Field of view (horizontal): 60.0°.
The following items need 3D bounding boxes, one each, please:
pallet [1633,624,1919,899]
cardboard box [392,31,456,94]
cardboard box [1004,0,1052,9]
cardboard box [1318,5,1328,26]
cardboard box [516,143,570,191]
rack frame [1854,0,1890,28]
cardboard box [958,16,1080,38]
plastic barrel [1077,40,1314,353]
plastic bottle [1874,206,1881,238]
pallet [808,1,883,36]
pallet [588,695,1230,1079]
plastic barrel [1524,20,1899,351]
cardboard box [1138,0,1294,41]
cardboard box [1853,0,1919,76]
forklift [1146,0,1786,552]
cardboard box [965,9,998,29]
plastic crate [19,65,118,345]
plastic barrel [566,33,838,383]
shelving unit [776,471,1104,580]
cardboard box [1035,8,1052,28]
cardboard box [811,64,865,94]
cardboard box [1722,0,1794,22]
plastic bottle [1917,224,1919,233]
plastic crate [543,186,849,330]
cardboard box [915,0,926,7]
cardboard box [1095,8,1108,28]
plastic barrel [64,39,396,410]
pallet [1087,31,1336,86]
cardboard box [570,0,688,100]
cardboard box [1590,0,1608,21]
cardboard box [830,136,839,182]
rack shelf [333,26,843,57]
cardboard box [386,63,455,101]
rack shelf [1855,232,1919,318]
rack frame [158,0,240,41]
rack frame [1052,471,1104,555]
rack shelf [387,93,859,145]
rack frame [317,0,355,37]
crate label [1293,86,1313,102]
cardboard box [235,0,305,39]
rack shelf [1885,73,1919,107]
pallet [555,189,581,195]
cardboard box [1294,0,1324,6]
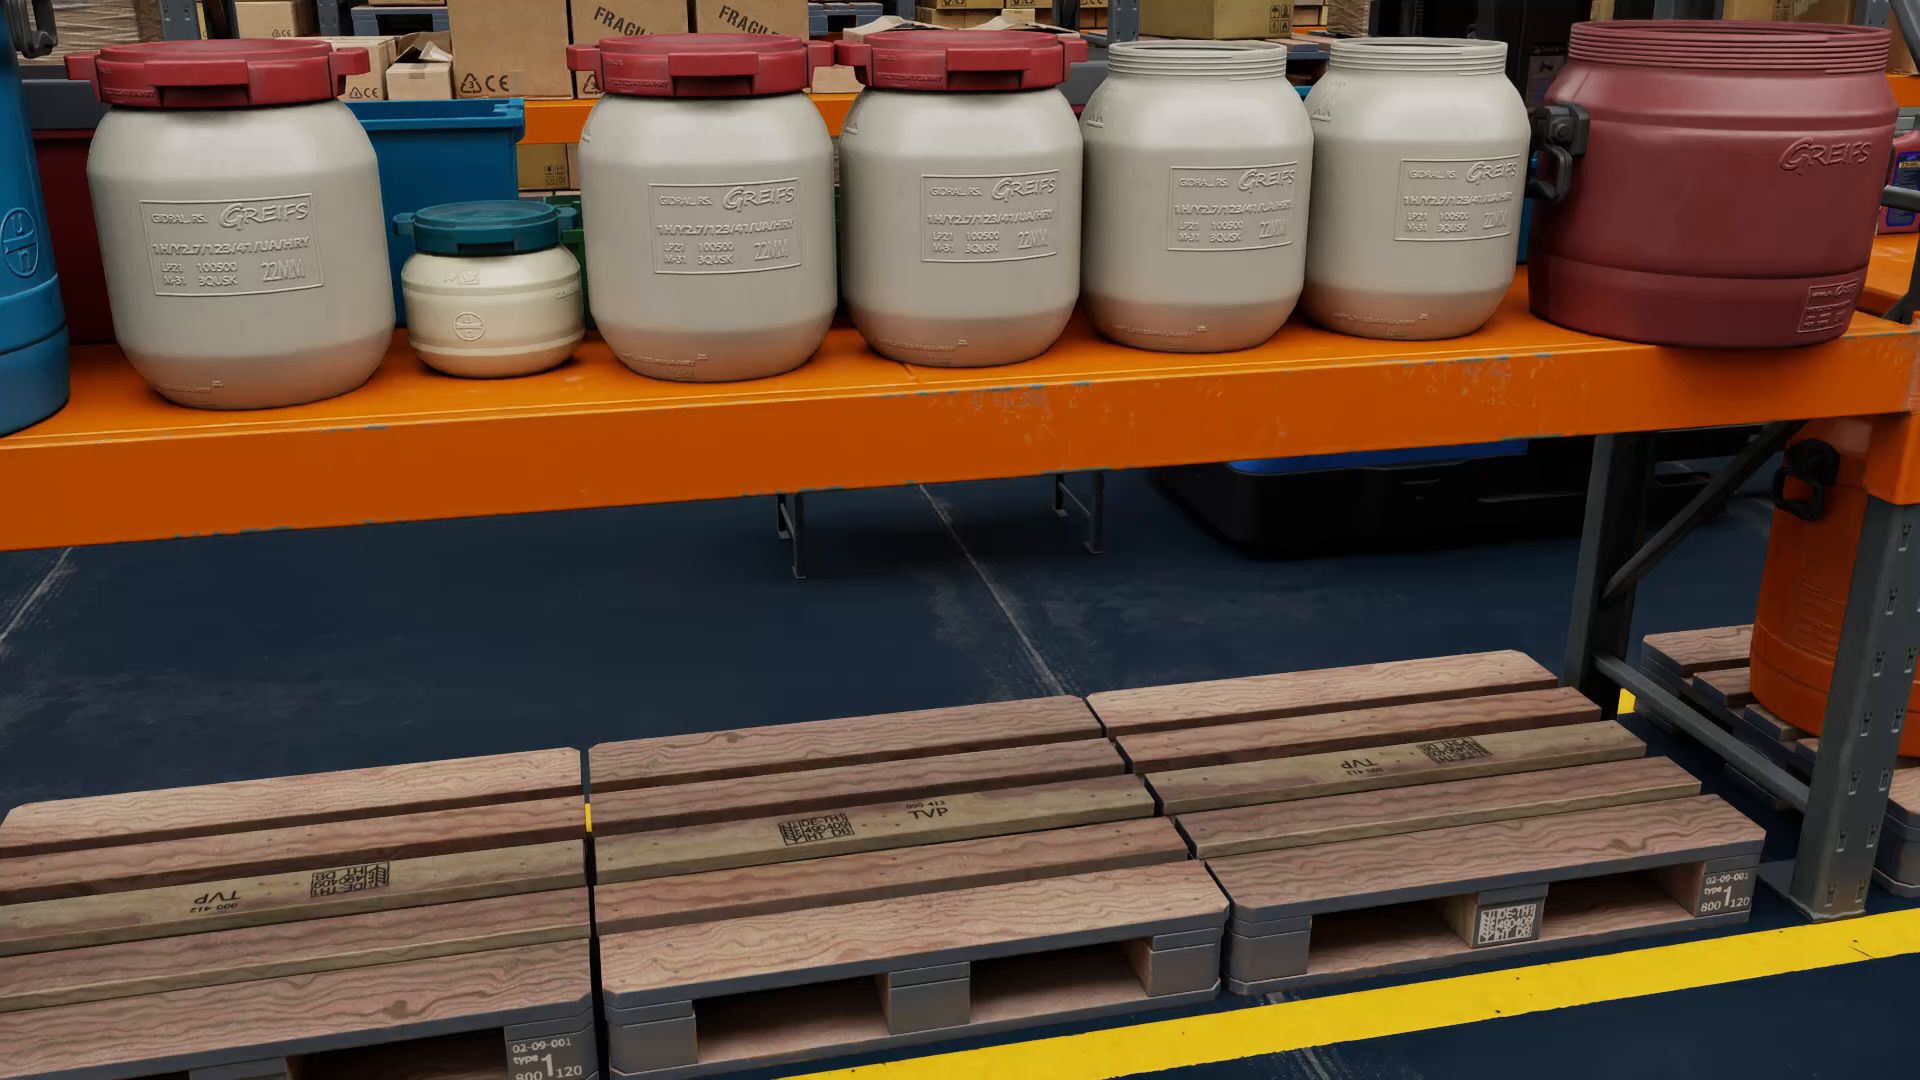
[{"bbox_3d":[2.535,0.477,4.206,1.213,0.211,1.003,-5,21,-12],"label":"pallet"},{"bbox_3d":[-2.439,-2.166,7.562,0.258,0.266,0.396,-5,21,-14],"label":"cardboard box"},{"bbox_3d":[0.541,-4.260,12.475,0.500,0.500,0.500,-4,20,-11],"label":"cardboard box"},{"bbox_3d":[2.886,-4.131,13.067,0.250,0.149,0.380,-4,21,-11],"label":"cardboard box"},{"bbox_3d":[-3.192,-2.910,12.393,0.500,0.500,0.700,-5,21,-14],"label":"cardboard box"},{"bbox_3d":[4.533,-2.731,8.909,0.127,3.000,1.000,-5,21,-12],"label":"rack frame"},{"bbox_3d":[0.277,-2.359,8.022,0.500,0.311,0.500,-3,20,-9],"label":"cardboard box"},{"bbox_3d":[0.415,-0.622,2.990,0.421,0.512,0.421,0,20,0],"label":"plastic barrel"},{"bbox_3d":[2.189,-0.841,4.038,0.097,0.201,0.097,0,20,0],"label":"plastic bottle"},{"bbox_3d":[-1.172,-3.890,12.353,1.003,0.211,1.213,-5,21,-12],"label":"pallet"},{"bbox_3d":[-0.171,0.697,3.605,1.213,0.211,1.003,-5,21,-12],"label":"pallet"},{"bbox_3d":[1.395,-0.682,3.118,0.708,0.536,0.600,-5,21,-12],"label":"plastic barrel"},{"bbox_3d":[1.228,-2.746,8.195,0.500,0.500,0.700,-12,24,-31],"label":"cardboard box"},{"bbox_3d":[5.092,-2.727,8.753,0.500,0.500,0.500,-4,21,-11],"label":"cardboard box"},{"bbox_3d":[2.266,-1.593,5.902,3.031,2.935,1.130,-5,21,-13],"label":"forklift"},{"bbox_3d":[0.118,-3.929,12.517,0.250,0.149,0.380,-4,21,-12],"label":"cardboard box"},{"bbox_3d":[-1.715,-0.610,3.027,0.583,0.464,0.402,-5,21,-12],"label":"plastic crate"},{"bbox_3d":[-0.420,-0.564,2.795,0.433,0.535,0.433,0,20,0],"label":"plastic barrel"},{"bbox_3d":[-0.083,-0.697,5.538,1.048,1.500,0.538,-5,21,-12],"label":"shelving unit"},{"bbox_3d":[0.613,-3.983,12.664,0.250,0.149,0.380,-5,21,-13],"label":"cardboard box"},{"bbox_3d":[-0.587,-2.177,7.761,0.250,0.149,0.380,-3,20,-8],"label":"cardboard box"},{"bbox_3d":[4.021,-3.013,8.922,0.500,0.500,0.700,-13,24,-31],"label":"cardboard box"},{"bbox_3d":[2.413,-0.859,4.088,0.097,0.201,0.097,0,20,0],"label":"plastic bottle"},{"bbox_3d":[-0.486,-0.572,3.324,0.662,0.188,0.450,-5,21,-12],"label":"plastic crate"},{"bbox_3d":[-0.104,-4.394,12.842,0.500,0.500,0.500,-5,21,-12],"label":"cardboard box"},{"bbox_3d":[1.117,-4.024,12.774,0.250,0.149,0.380,-4,21,-12],"label":"cardboard box"},{"bbox_3d":[-1.134,-0.506,2.637,0.433,0.535,0.433,0,20,0],"label":"plastic barrel"},{"bbox_3d":[1.284,-2.402,8.289,1.003,0.211,1.213,-5,21,-12],"label":"pallet"},{"bbox_3d":[-1.501,-2.282,7.537,0.500,0.500,0.500,-5,21,-12],"label":"cardboard box"},{"bbox_3d":[2.828,-2.815,8.382,0.500,0.500,0.700,-10,23,-26],"label":"cardboard box"},{"bbox_3d":[-1.191,-3.031,12.722,0.500,0.500,0.700,-4,21,-12],"label":"cardboard box"},{"bbox_3d":[-2.449,-3.576,12.263,4.000,0.370,1.077,-5,21,-12],"label":"rack shelf"},{"bbox_3d":[-2.343,-1.982,7.229,0.250,0.149,0.380,-5,21,-12],"label":"cardboard box"},{"bbox_3d":[3.723,-0.577,4.074,4.000,0.370,1.077,-5,21,-12],"label":"rack shelf"},{"bbox_3d":[-3.252,-2.098,7.181,0.127,3.000,1.000,-5,21,-12],"label":"rack frame"},{"bbox_3d":[0.412,-0.738,5.648,0.032,1.500,0.500,-5,21,-12],"label":"rack frame"},{"bbox_3d":[-1.306,-1.918,7.737,4.000,0.370,1.077,-5,21,-12],"label":"rack shelf"},{"bbox_3d":[-4.395,-3.756,11.707,0.127,3.000,1.000,-5,21,-12],"label":"rack frame"},{"bbox_3d":[0.748,-0.785,3.544,0.616,0.435,0.502,-5,21,-12],"label":"crate label"},{"bbox_3d":[-4.787,-3.556,11.350,0.500,0.250,0.500,-5,21,-12],"label":"cardboard box"},{"bbox_3d":[6.480,-2.552,9.465,4.000,0.370,1.077,-5,21,-12],"label":"rack shelf"},{"bbox_3d":[-2.449,-2.606,12.623,1.213,0.211,1.003,-5,21,-12],"label":"pallet"},{"bbox_3d":[2.504,-4.420,12.914,0.500,0.500,0.500,-4,21,-12],"label":"cardboard box"}]
